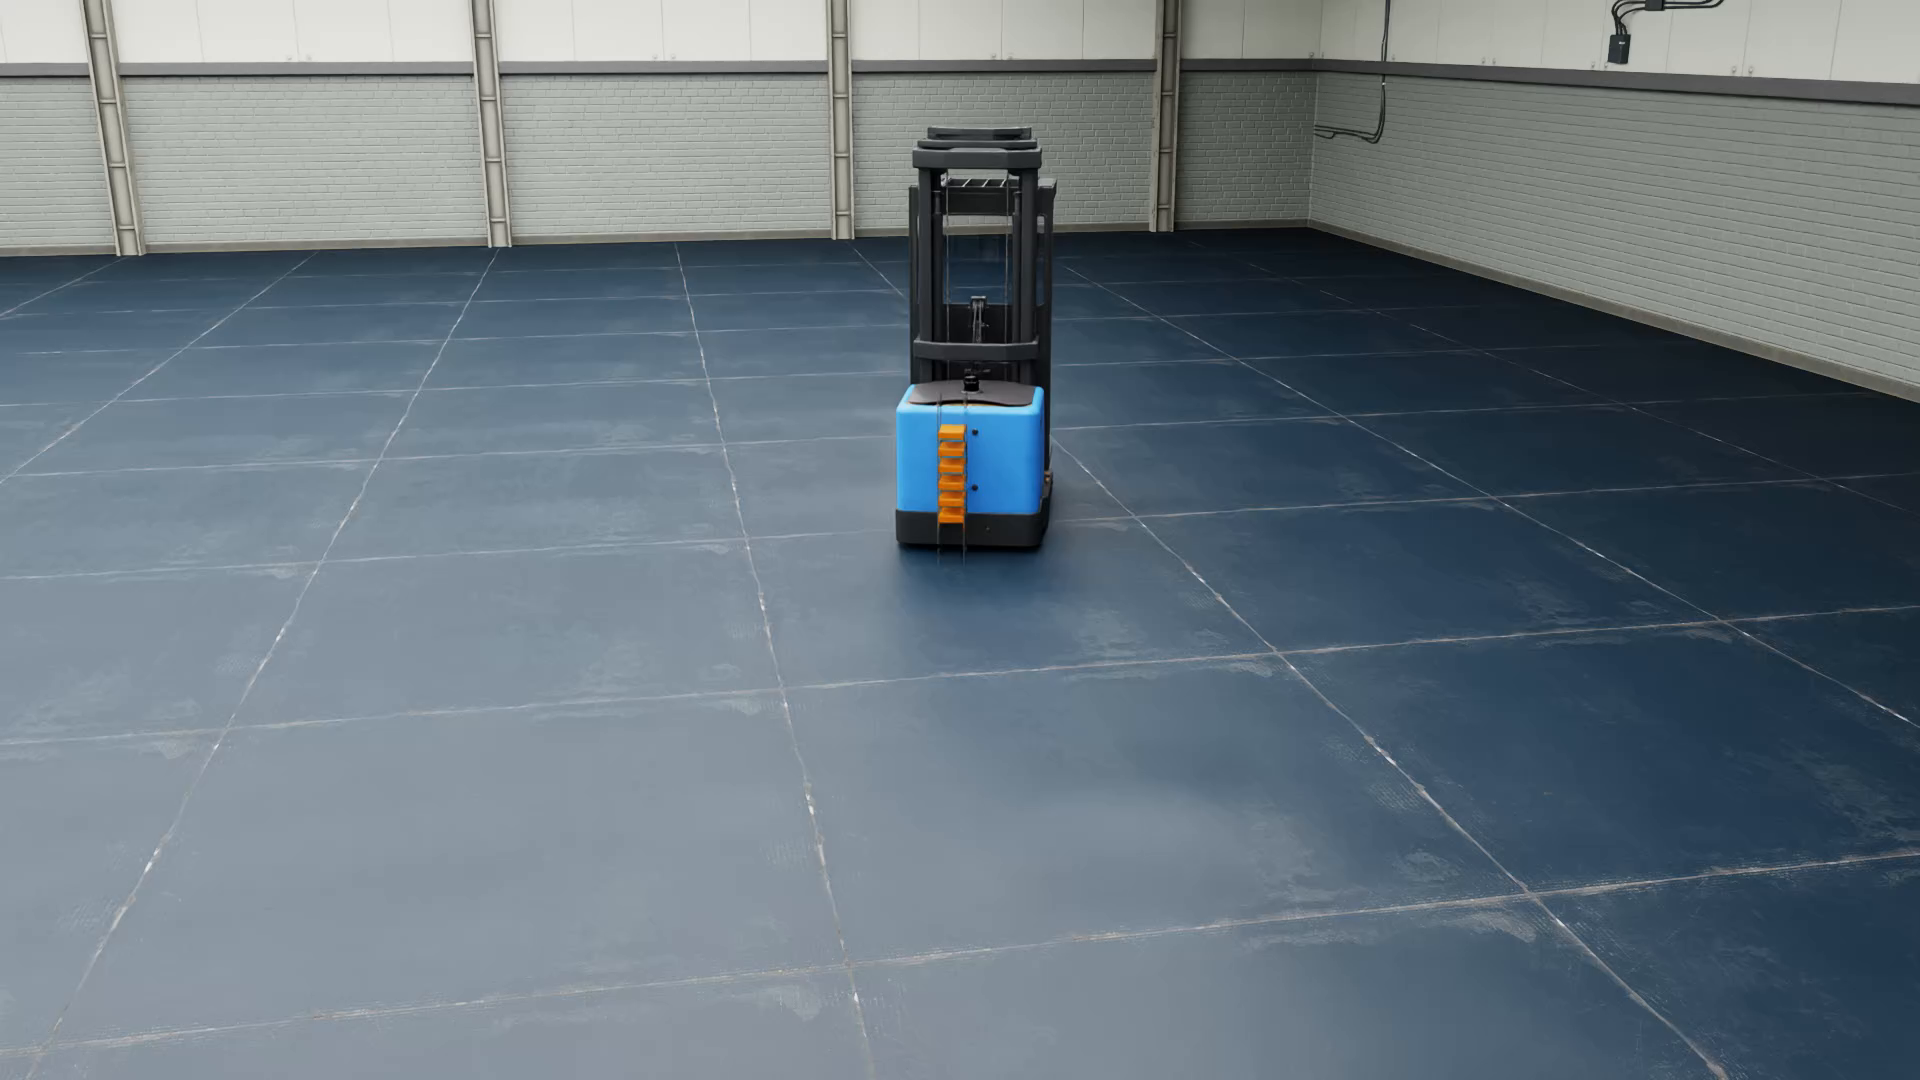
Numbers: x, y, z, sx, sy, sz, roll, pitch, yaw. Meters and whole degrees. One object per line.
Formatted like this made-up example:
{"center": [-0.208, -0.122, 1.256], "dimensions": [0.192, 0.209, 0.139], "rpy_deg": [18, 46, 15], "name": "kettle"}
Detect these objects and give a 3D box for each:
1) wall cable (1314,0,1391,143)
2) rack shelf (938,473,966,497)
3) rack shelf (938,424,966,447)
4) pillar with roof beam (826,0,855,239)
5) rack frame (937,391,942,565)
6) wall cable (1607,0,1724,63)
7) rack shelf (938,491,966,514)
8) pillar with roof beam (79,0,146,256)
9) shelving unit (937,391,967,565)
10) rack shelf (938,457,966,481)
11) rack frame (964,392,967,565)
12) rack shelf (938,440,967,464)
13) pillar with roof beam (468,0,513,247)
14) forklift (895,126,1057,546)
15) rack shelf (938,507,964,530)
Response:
{"center": [6.913, -8.396, 29.609], "dimensions": [0.112, 2.526, 3.097], "rpy_deg": [-3, 17, -10], "name": "wall cable"}
{"center": [-0.053, -0.385, 11.673], "dimensions": [0.180, 0.103, 0.258], "rpy_deg": [1, 17, 5], "name": "rack shelf"}
{"center": [-0.053, -0.729, 11.567], "dimensions": [0.180, 0.103, 0.258], "rpy_deg": [1, 17, 5], "name": "rack shelf"}
{"center": [-1.304, -8.522, 24.732], "dimensions": [0.400, 9.000, 9.100], "rpy_deg": [-3, 17, -10], "name": "pillar with roof beam"}
{"center": [-0.144, -0.430, 11.668], "dimensions": [0.006, 1.200, 0.240], "rpy_deg": [1, 17, 5], "name": "rack frame"}
{"center": [8.699, -8.768, 19.741], "dimensions": [0.169, 6.003, 2.305], "rpy_deg": [-3, 17, -10], "name": "wall cable"}
{"center": [-0.053, -0.270, 11.708], "dimensions": [0.180, 0.103, 0.258], "rpy_deg": [1, 17, 5], "name": "rack shelf"}
{"center": [-13.086, -7.854, 22.555], "dimensions": [0.400, 9.000, 9.100], "rpy_deg": [-3, 17, -10], "name": "pillar with roof beam"}
{"center": [-0.053, -0.428, 11.660], "dimensions": [0.189, 1.200, 0.258], "rpy_deg": [1, 17, 5], "name": "shelving unit"}
{"center": [-0.053, -0.500, 11.638], "dimensions": [0.180, 0.103, 0.258], "rpy_deg": [1, 17, 5], "name": "rack shelf"}
{"center": [0.038, -0.425, 11.652], "dimensions": [0.006, 1.200, 0.240], "rpy_deg": [1, 17, 5], "name": "rack frame"}
{"center": [-0.053, -0.615, 11.602], "dimensions": [0.180, 0.103, 0.258], "rpy_deg": [1, 17, 5], "name": "rack shelf"}
{"center": [-7.195, -8.188, 23.644], "dimensions": [0.400, 9.000, 9.100], "rpy_deg": [-3, 17, -10], "name": "pillar with roof beam"}
{"center": [0.180, -1.739, 12.982], "dimensions": [1.130, 2.935, 3.031], "rpy_deg": [1, 17, 5], "name": "forklift"}
{"center": [-0.053, -0.156, 11.744], "dimensions": [0.180, 0.103, 0.258], "rpy_deg": [1, 17, 5], "name": "rack shelf"}
